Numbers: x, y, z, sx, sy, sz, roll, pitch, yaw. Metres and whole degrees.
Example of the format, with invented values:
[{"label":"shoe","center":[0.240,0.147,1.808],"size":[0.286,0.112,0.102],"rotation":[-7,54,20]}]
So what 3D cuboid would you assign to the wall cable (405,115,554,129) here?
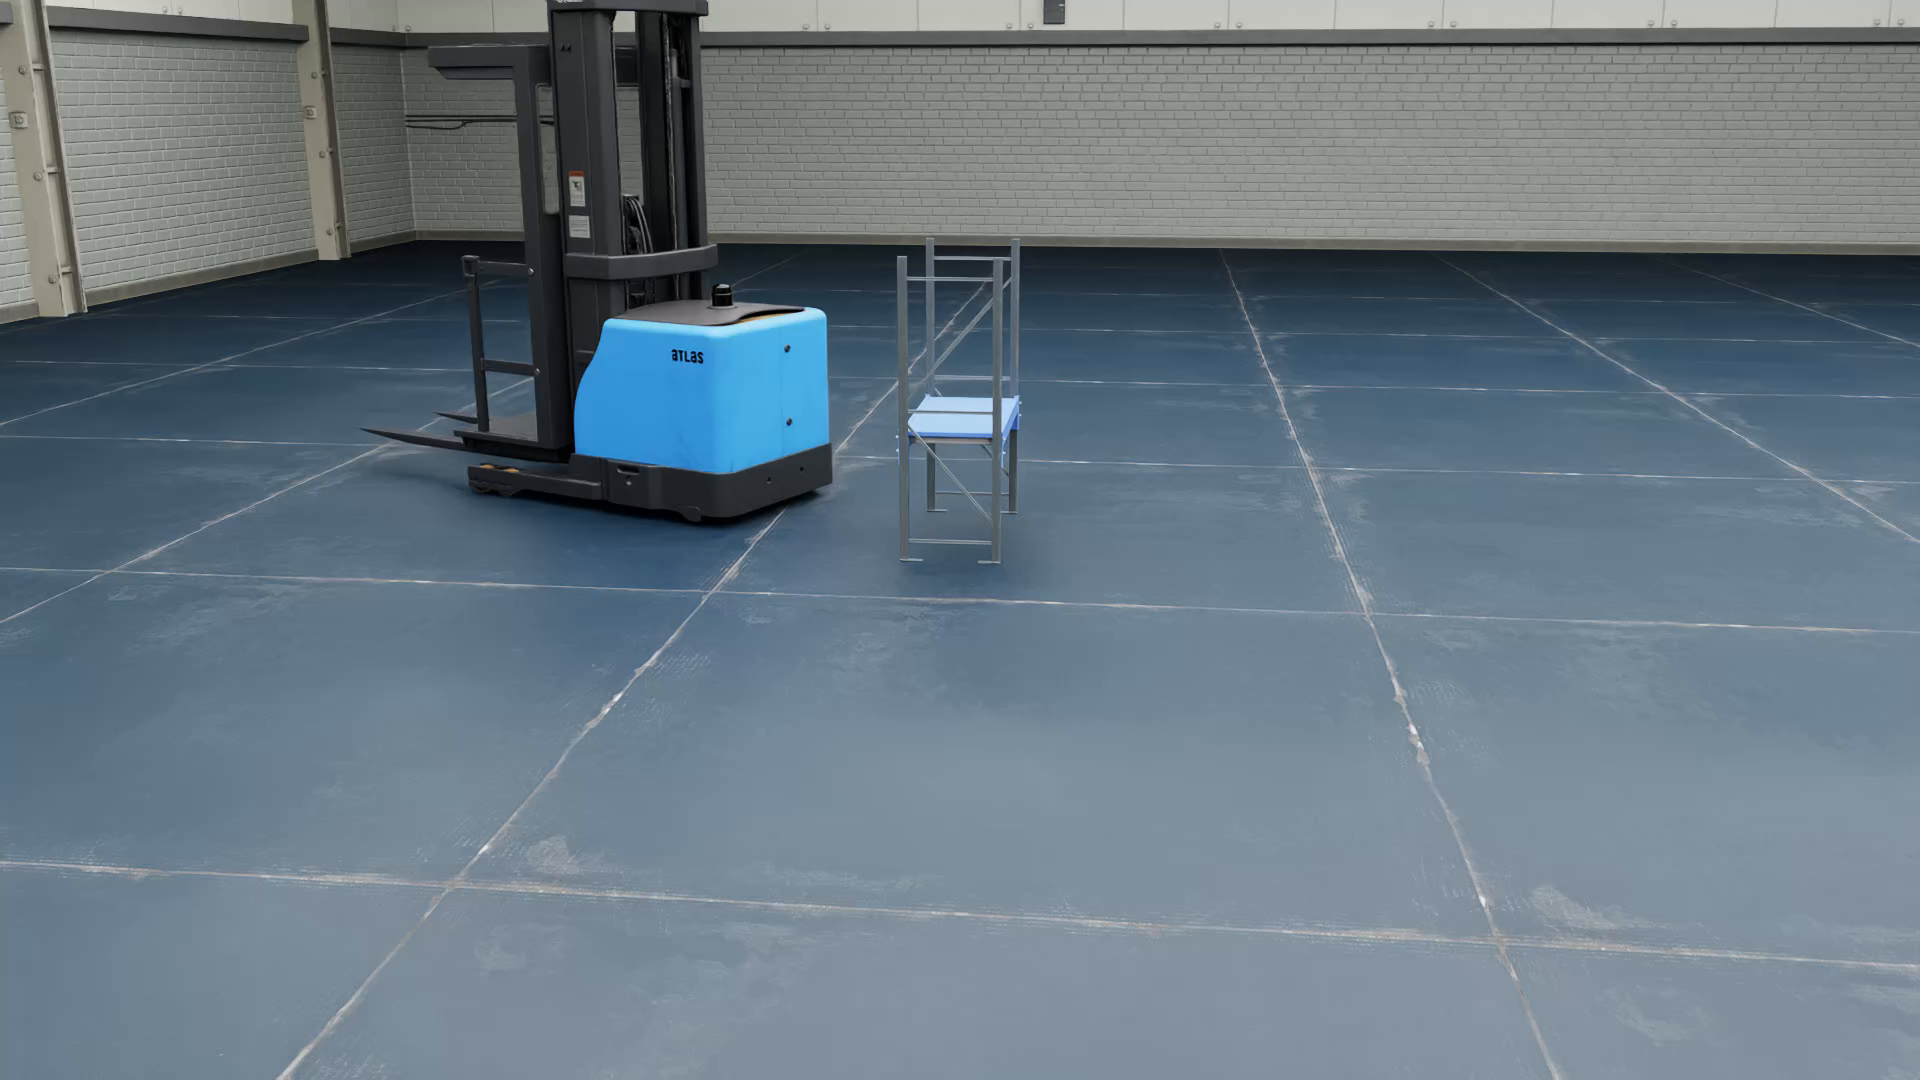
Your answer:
[{"label":"wall cable","center":[-7.076,-7.494,25.084],"size":[3.097,2.526,0.112],"rotation":[2,15,6]}]

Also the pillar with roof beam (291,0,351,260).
[{"label":"pillar with roof beam","center":[-4.444,-8.141,21.528],"size":[9.100,9.000,0.400],"rotation":[2,15,6]}]

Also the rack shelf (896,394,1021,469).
[{"label":"rack shelf","center":[0.010,-0.572,8.595],"size":[0.538,0.185,1.000],"rotation":[2,15,6]}]

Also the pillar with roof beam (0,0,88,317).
[{"label":"pillar with roof beam","center":[-5.121,-6.584,15.773],"size":[9.100,9.000,0.400],"rotation":[2,15,6]}]

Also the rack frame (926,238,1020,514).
[{"label":"rack frame","center":[0.067,-0.878,9.036],"size":[0.500,1.500,0.032],"rotation":[2,15,6]}]

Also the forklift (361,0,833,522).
[{"label":"forklift","center":[-2.269,-1.771,9.596],"size":[3.031,2.935,1.130],"rotation":[9,17,29]}]

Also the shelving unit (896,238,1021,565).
[{"label":"shelving unit","center":[0.010,-0.746,8.548],"size":[0.538,1.500,1.048],"rotation":[2,15,6]}]

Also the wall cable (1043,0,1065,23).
[{"label":"wall cable","center":[2.355,-10.351,23.186],"size":[2.305,6.003,0.169],"rotation":[2,15,6]}]

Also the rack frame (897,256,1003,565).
[{"label":"rack frame","center":[-0.048,-0.614,8.061],"size":[0.500,1.500,0.032],"rotation":[2,15,6]}]
